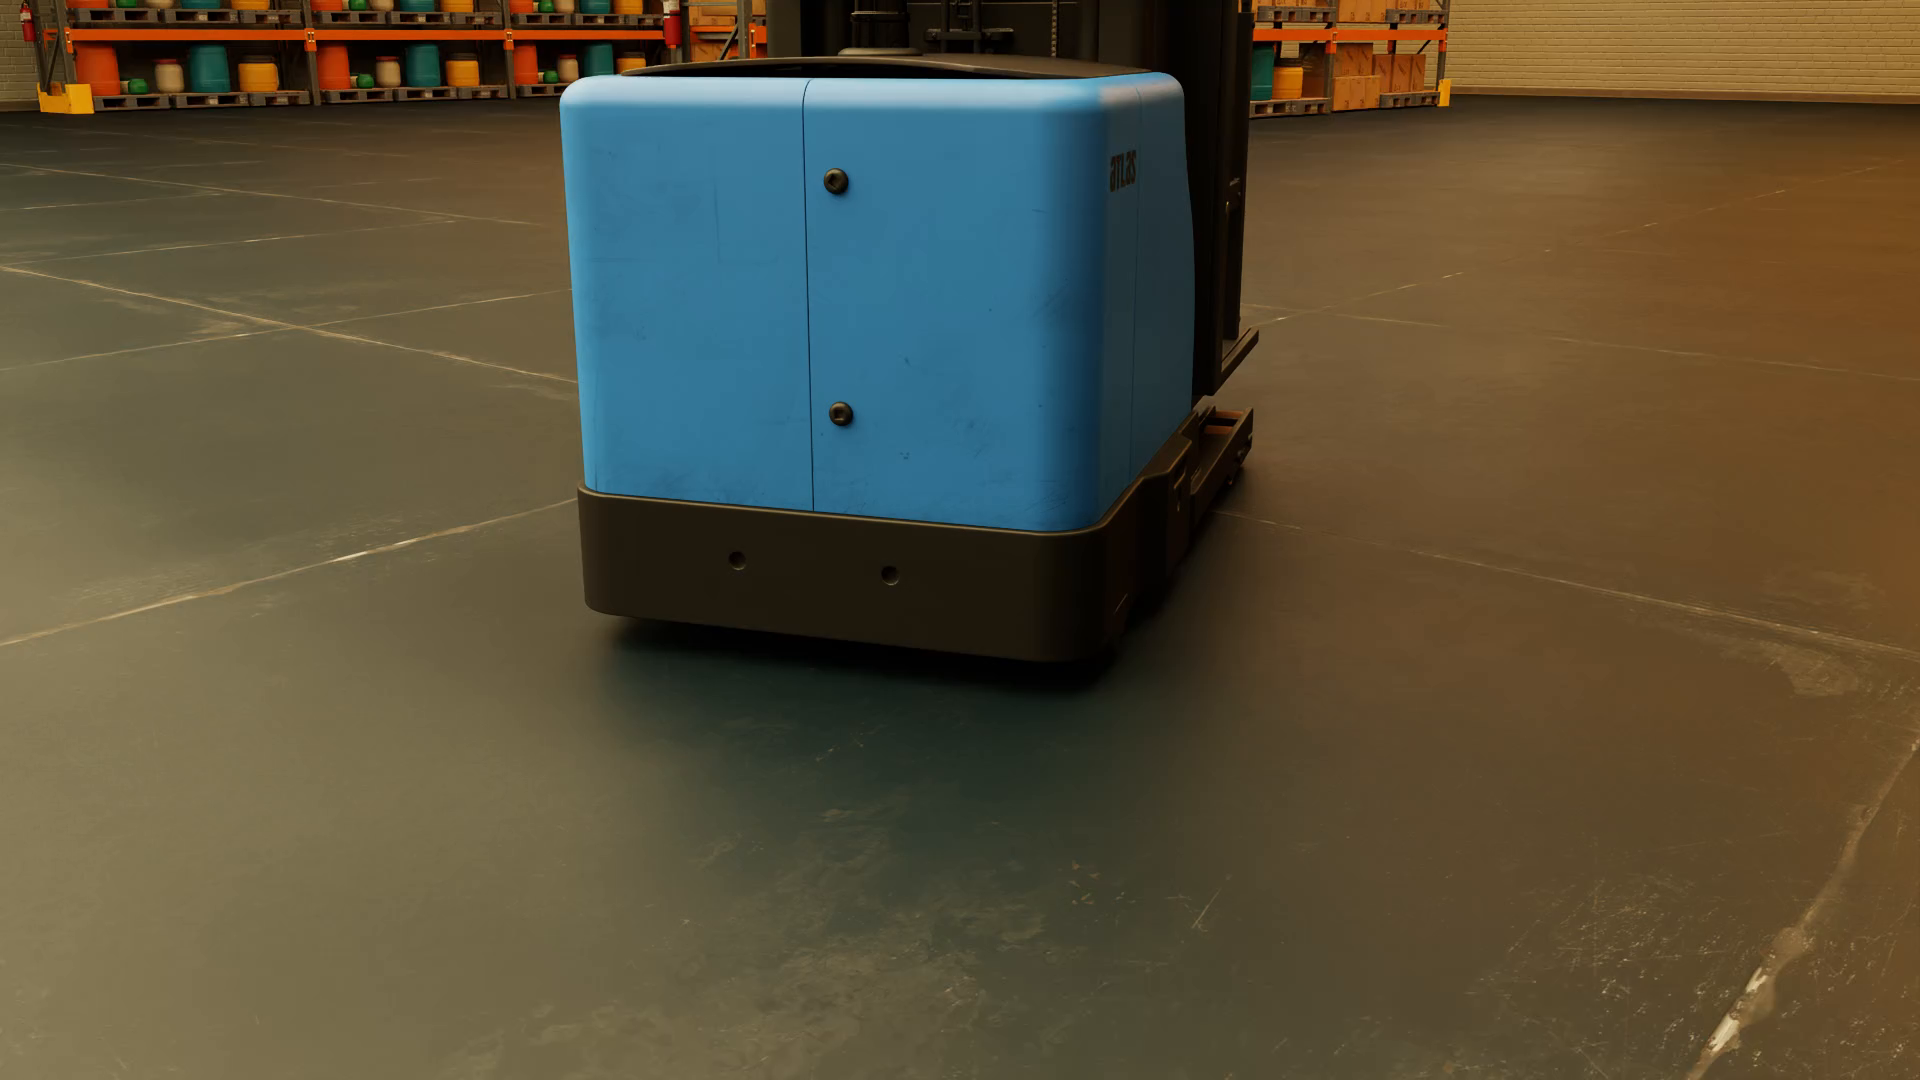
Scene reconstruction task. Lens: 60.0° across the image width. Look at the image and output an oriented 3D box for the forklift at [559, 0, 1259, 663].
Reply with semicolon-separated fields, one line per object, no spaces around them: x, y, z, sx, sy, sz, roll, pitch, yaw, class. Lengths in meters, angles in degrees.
0.182;-1.571;4.072;1.130;2.935;3.031;5;18;17;forklift
